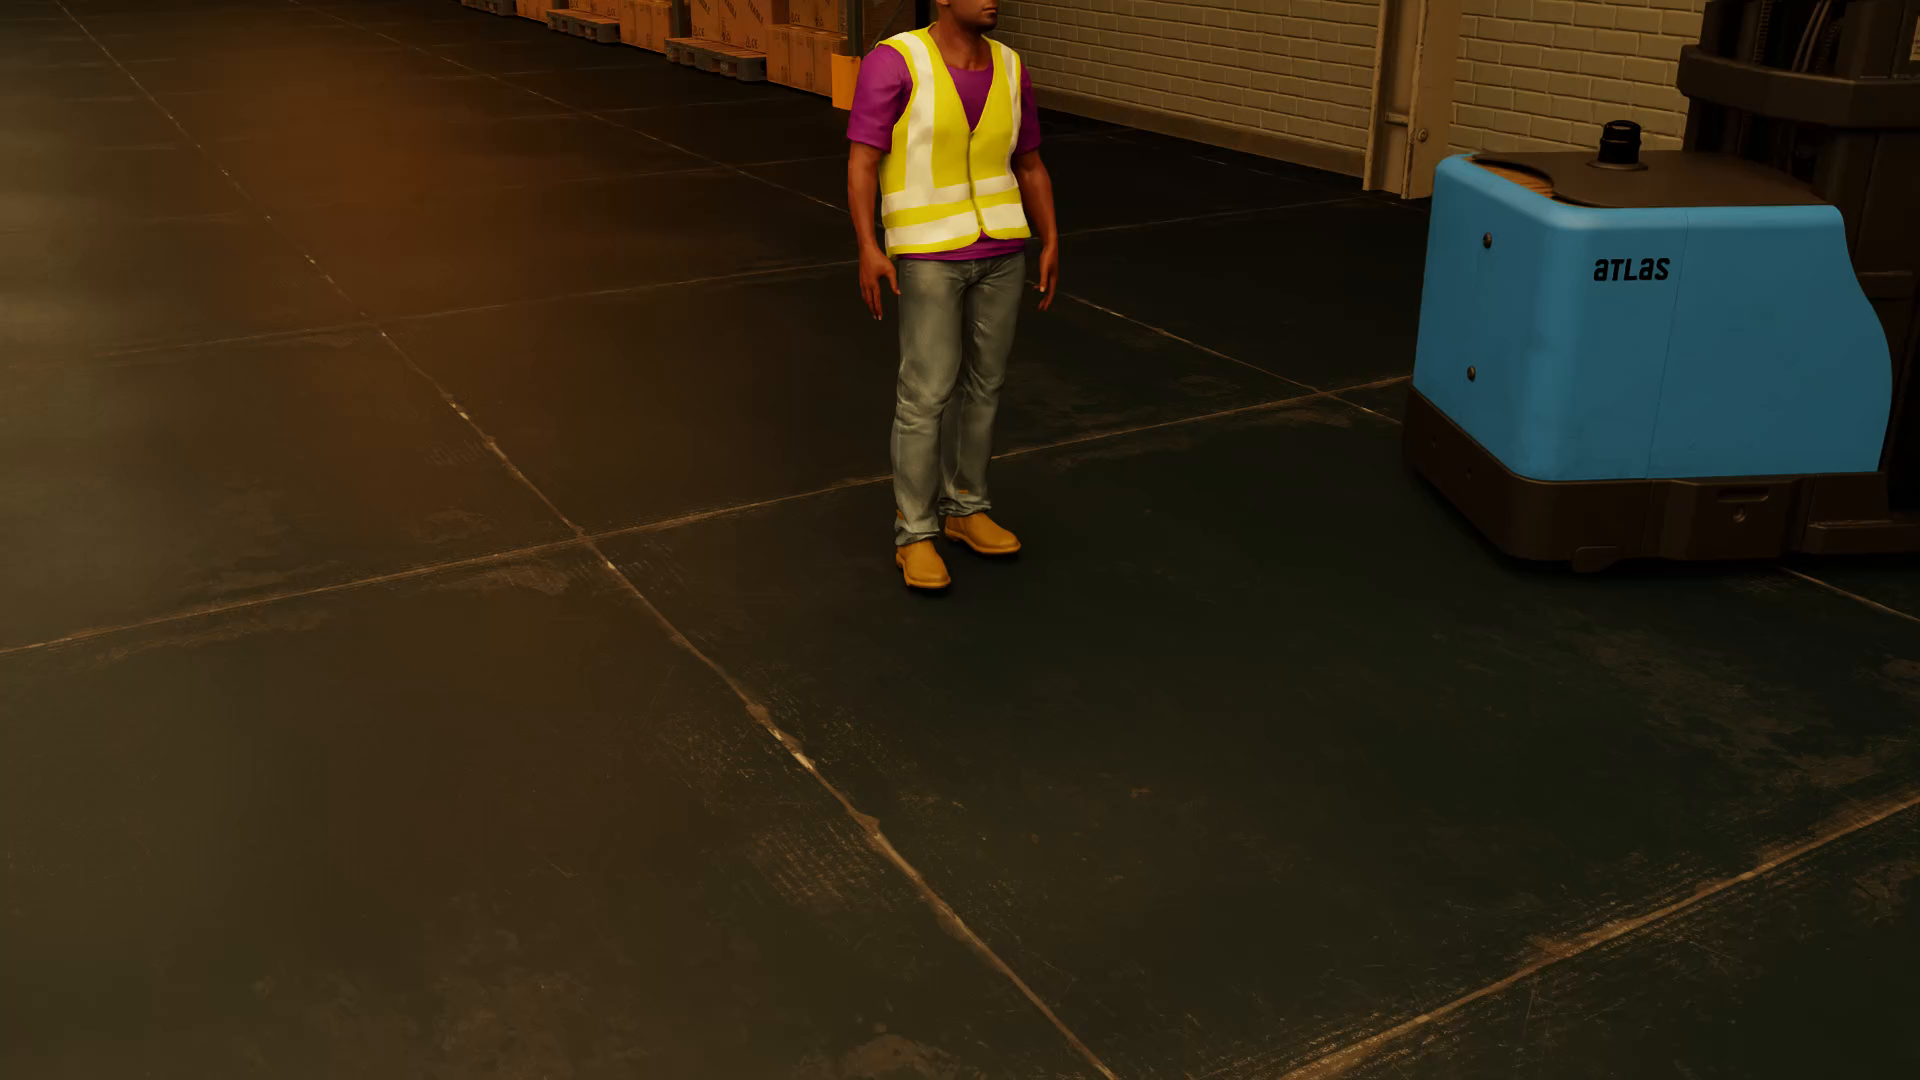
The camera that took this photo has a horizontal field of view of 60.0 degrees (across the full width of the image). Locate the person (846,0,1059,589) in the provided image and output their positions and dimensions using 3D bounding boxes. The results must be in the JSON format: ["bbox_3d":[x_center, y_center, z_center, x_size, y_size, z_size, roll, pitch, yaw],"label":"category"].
[{"bbox_3d":[0.030,-0.800,4.738,0.666,1.765,0.577,-12,25,-28],"label":"person"}]

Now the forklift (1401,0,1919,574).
[{"bbox_3d":[3.050,-1.473,4.863,3.031,2.935,1.130,-2,22,-5],"label":"forklift"}]
